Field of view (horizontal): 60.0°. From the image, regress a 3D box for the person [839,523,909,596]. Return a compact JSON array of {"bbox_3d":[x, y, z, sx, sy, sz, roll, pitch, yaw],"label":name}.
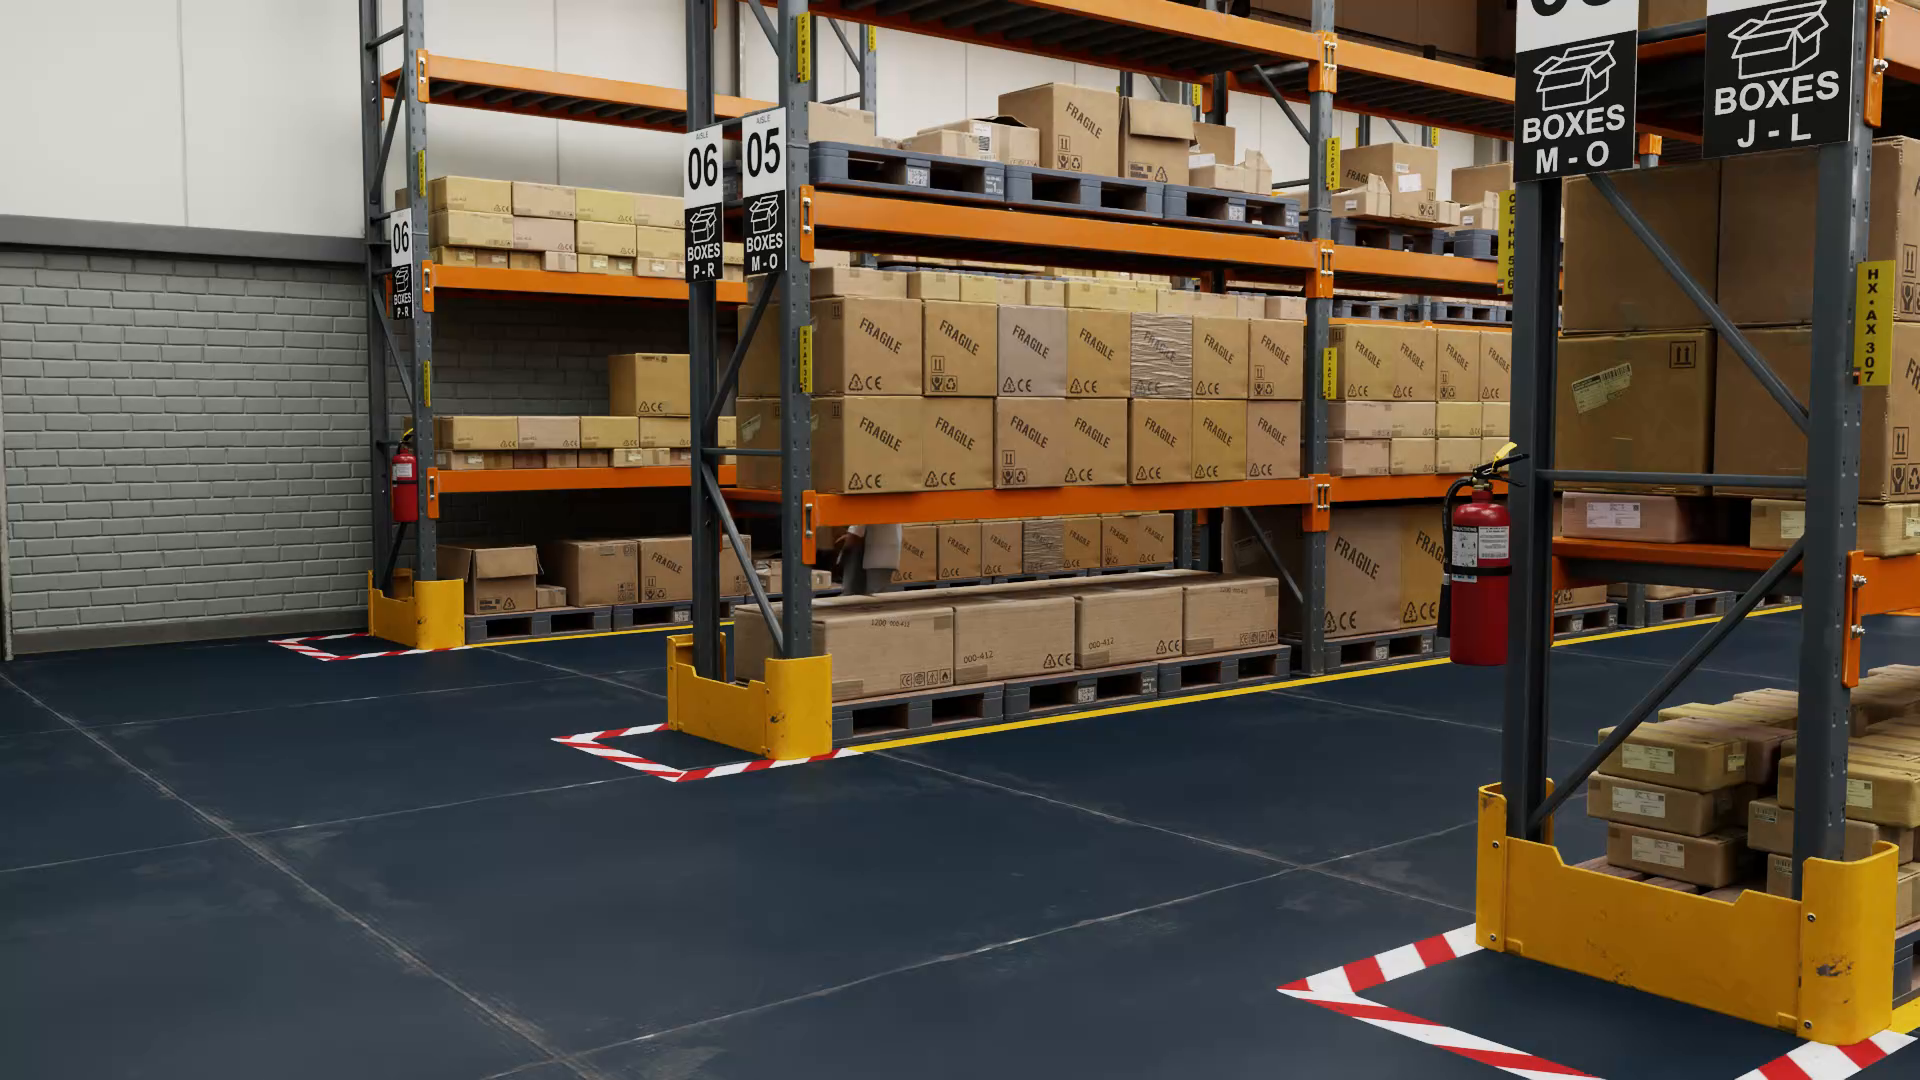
[{"bbox_3d":[-0.586,-0.023,11.260,0.429,1.772,0.648,-4,6,-42],"label":"person"}]
